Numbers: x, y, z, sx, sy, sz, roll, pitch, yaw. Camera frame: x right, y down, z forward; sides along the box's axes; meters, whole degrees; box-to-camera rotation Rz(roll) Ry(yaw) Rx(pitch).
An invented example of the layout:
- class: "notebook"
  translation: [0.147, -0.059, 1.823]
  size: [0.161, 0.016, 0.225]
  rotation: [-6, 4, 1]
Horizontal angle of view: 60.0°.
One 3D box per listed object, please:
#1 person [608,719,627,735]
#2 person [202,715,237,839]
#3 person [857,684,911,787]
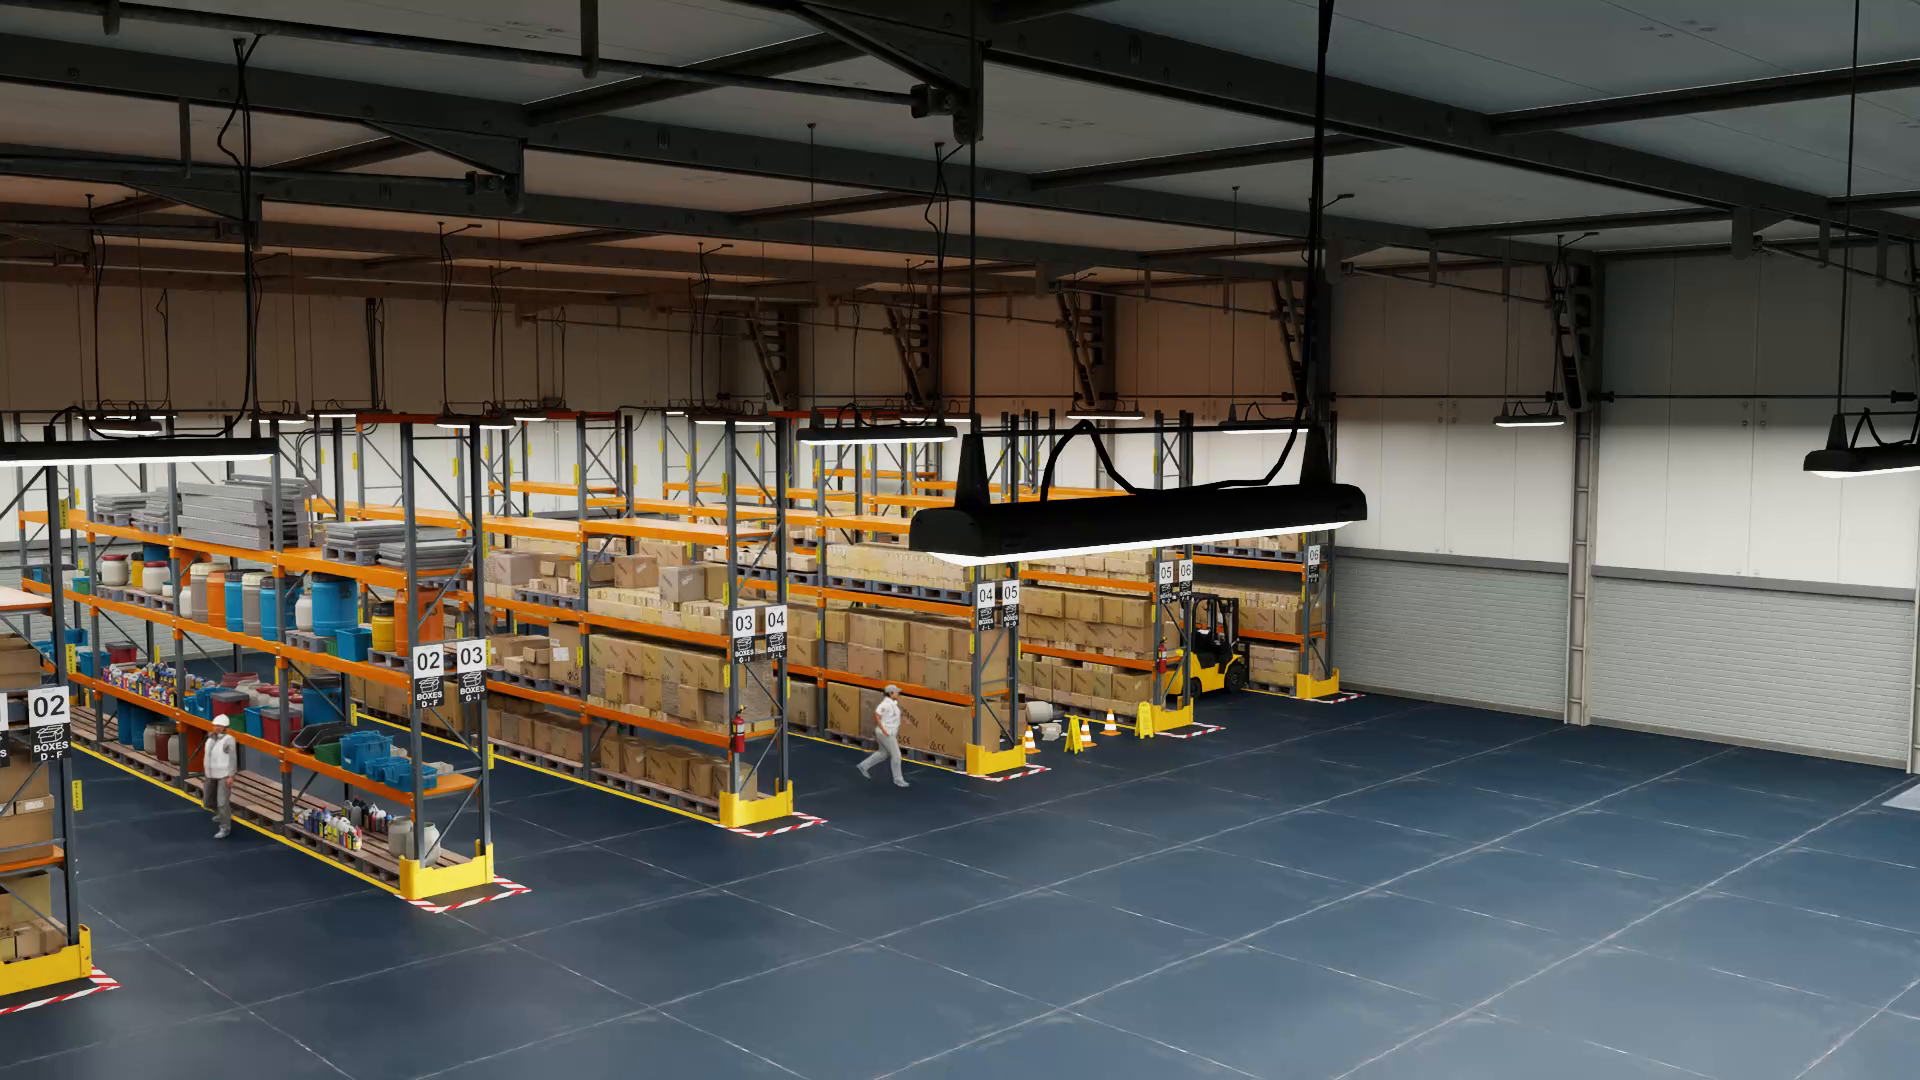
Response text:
- class: "person"
  translation: [-6.231, 2.813, 30.711]
  size: [0.710, 1.709, 0.647]
  rotation: [3, 6, 29]
- class: "person"
  translation: [-10.661, 3.376, 23.992]
  size: [0.730, 1.757, 0.605]
  rotation: [2, 5, 20]
- class: "person"
  translation: [-1.243, 3.170, 27.033]
  size: [0.913, 1.670, 0.582]
  rotation: [0, 5, 5]
